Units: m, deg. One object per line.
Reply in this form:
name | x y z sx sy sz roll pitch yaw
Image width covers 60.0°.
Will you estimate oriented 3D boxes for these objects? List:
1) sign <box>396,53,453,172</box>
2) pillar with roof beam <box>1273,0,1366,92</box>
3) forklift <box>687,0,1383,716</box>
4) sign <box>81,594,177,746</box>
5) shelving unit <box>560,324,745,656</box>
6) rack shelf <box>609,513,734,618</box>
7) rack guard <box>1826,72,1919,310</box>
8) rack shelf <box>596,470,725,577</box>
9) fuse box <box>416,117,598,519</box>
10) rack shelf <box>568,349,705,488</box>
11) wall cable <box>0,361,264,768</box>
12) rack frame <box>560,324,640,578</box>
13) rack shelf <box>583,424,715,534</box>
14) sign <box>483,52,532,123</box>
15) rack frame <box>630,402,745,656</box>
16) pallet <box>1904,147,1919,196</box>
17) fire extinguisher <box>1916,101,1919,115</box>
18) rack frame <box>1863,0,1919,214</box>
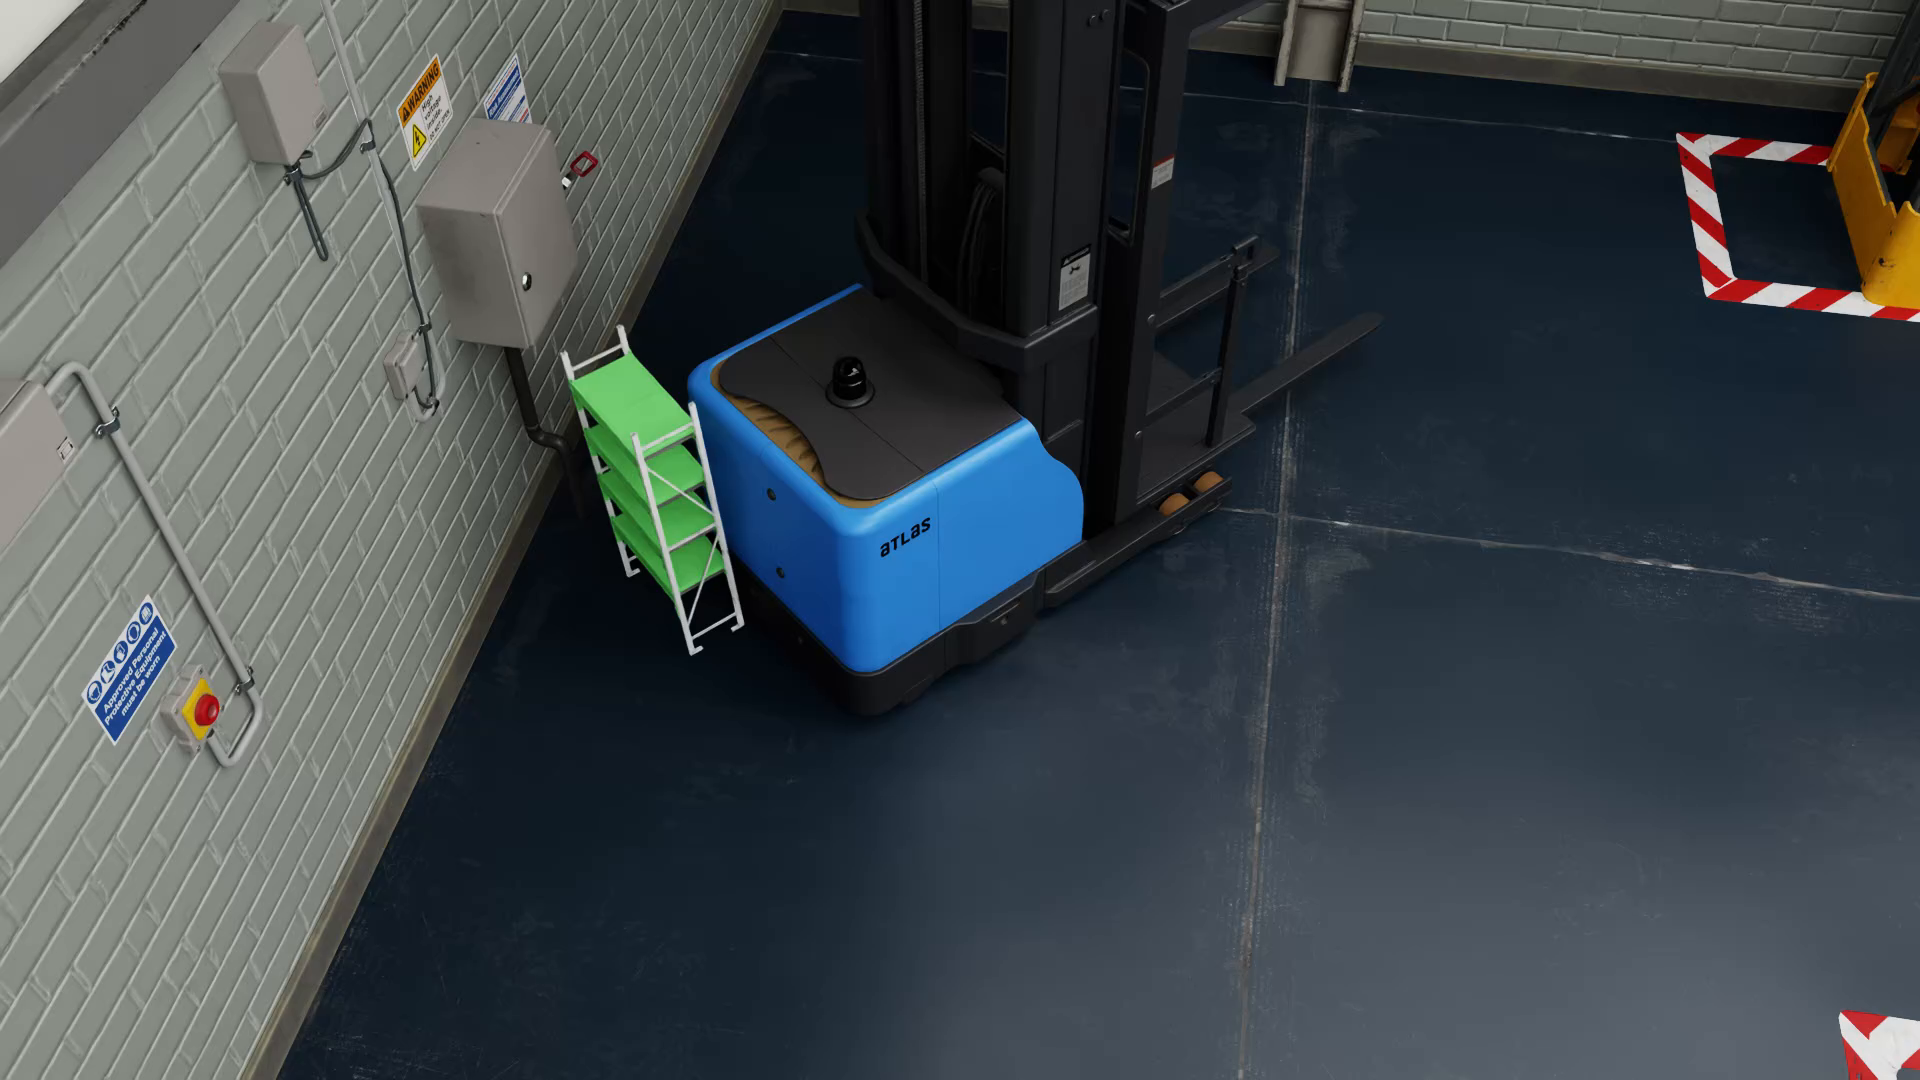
sign | -1.734 -1.389 5.398 0.001 0.242 0.339 8 49 7
pillar with roof beam | 1.135 -2.383 2.813 0.400 9.000 9.100 8 49 7
forklift | 0.483 -1.277 5.899 3.031 2.935 1.130 -32 55 -25
sign | -2.107 0.329 4.228 0.001 0.218 0.327 8 49 7
shelving unit | -1.099 -0.155 6.047 0.258 1.200 0.503 -30 55 -21
rack shelf | -1.087 0.042 6.278 0.258 0.148 0.480 -30 55 -21
rack guard | 4.469 -1.667 7.884 0.348 0.500 1.175 8 49 7
rack shelf | -1.096 -0.114 6.095 0.258 0.148 0.480 -30 55 -21
fuse box | -1.521 -0.695 6.196 0.414 1.711 0.539 8 49 7
rack shelf | -1.114 -0.424 5.730 0.258 0.148 0.480 -30 55 -21
wall cable | -2.038 0.042 3.963 0.123 1.953 0.585 8 49 7
rack frame | -1.244 -0.301 6.178 0.240 1.200 0.015 -30 55 -21
rack shelf | -1.105 -0.269 5.913 0.258 0.148 0.480 -30 55 -21
sign | -1.637 -1.483 6.102 0.001 0.494 0.329 8 49 7
rack frame | -0.953 -0.009 5.915 0.240 1.200 0.015 -30 55 -21
pallet | 5.254 -1.466 7.897 1.213 0.211 1.003 8 49 7
fire extinguisher | 4.167 -2.043 6.844 0.183 0.674 0.296 8 49 7
rack frame | 4.394 -2.513 6.963 0.127 3.000 1.000 8 49 7
